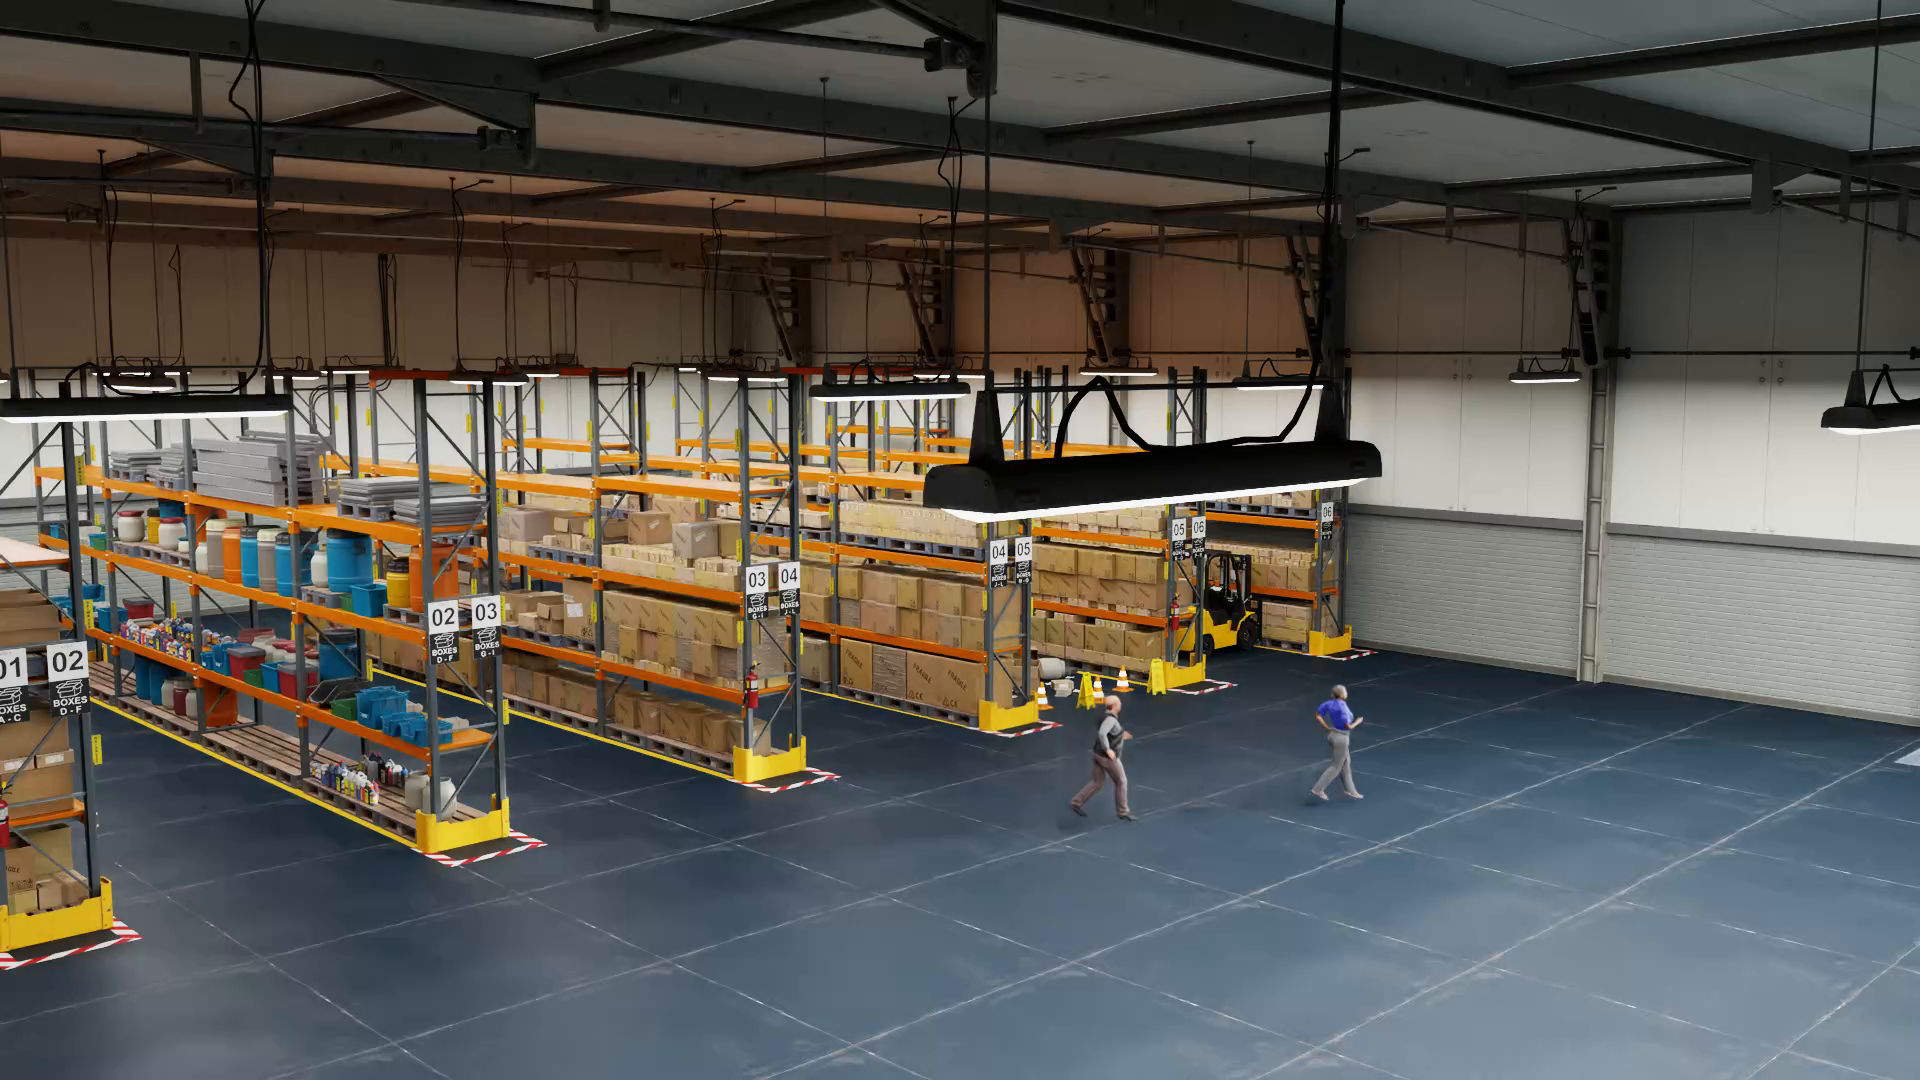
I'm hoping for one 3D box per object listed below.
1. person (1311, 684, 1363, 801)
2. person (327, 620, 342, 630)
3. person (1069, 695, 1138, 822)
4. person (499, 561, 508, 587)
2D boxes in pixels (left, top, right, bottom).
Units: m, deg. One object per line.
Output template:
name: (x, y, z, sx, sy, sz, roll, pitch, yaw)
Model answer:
person: (5.317, 2.853, 23.355, 0.850, 1.679, 0.570, -2, 7, -14)
person: (-11.222, 2.197, 29.926, 0.703, 1.537, 0.517, 4, 8, 34)
person: (1.941, 2.952, 22.397, 0.953, 1.733, 0.617, -2, 7, -17)
person: (-10.437, 1.260, 37.195, 0.673, 1.761, 0.665, -5, 8, -39)
